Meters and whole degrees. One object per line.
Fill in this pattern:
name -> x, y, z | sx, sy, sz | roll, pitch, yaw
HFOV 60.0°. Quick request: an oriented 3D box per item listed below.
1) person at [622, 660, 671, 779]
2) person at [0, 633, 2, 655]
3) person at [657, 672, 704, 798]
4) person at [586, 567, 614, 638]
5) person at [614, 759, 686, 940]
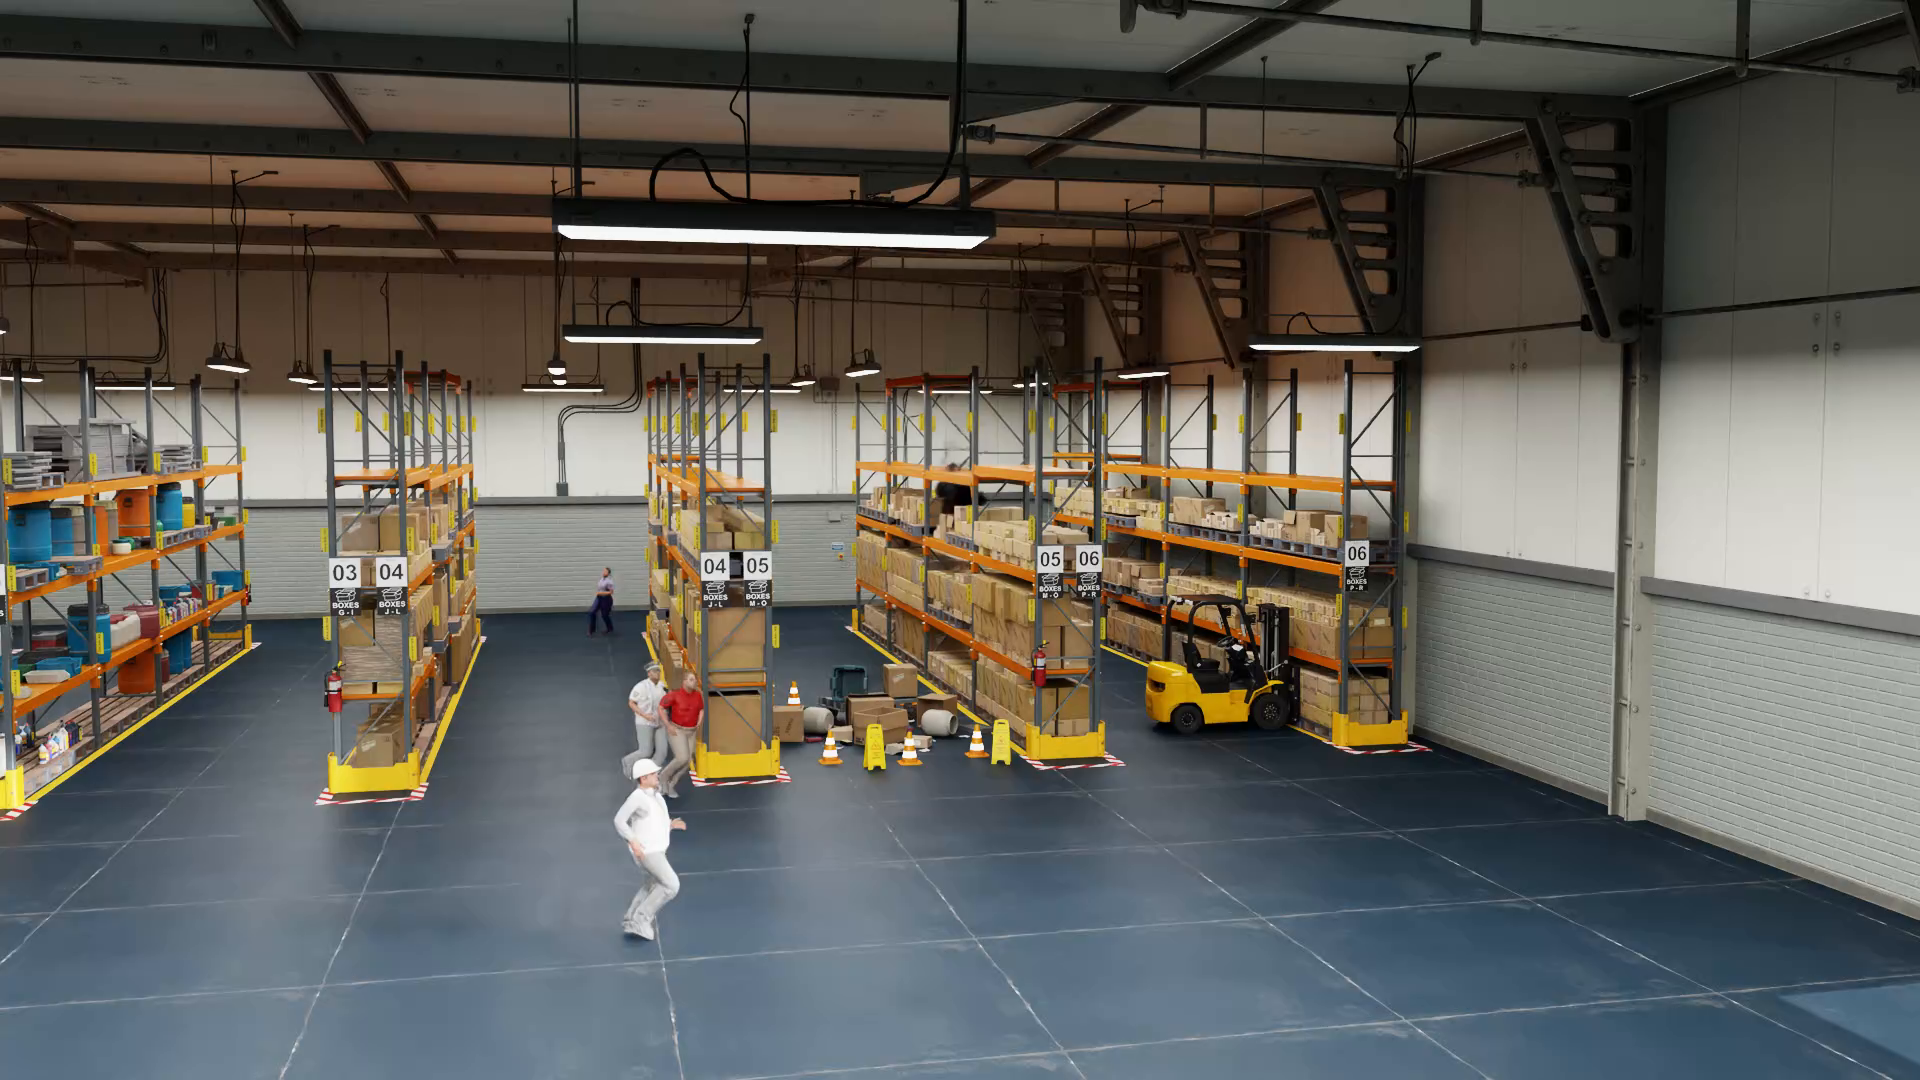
person -> -4.313, 2.537, 23.098 | 0.701, 1.760, 0.682 | 3, 5, 40
person -> -16.898, 2.156, 28.897 | 0.558, 1.728, 0.667 | -2, 4, -23
person -> -3.716, 2.619, 22.440 | 0.557, 1.672, 0.685 | 3, 5, 41
person -> -8.390, 1.462, 39.172 | 0.601, 1.640, 0.767 | 3, 5, 34
person -> -2.982, 2.995, 16.136 | 0.663, 1.742, 0.634 | 0, 4, 6
